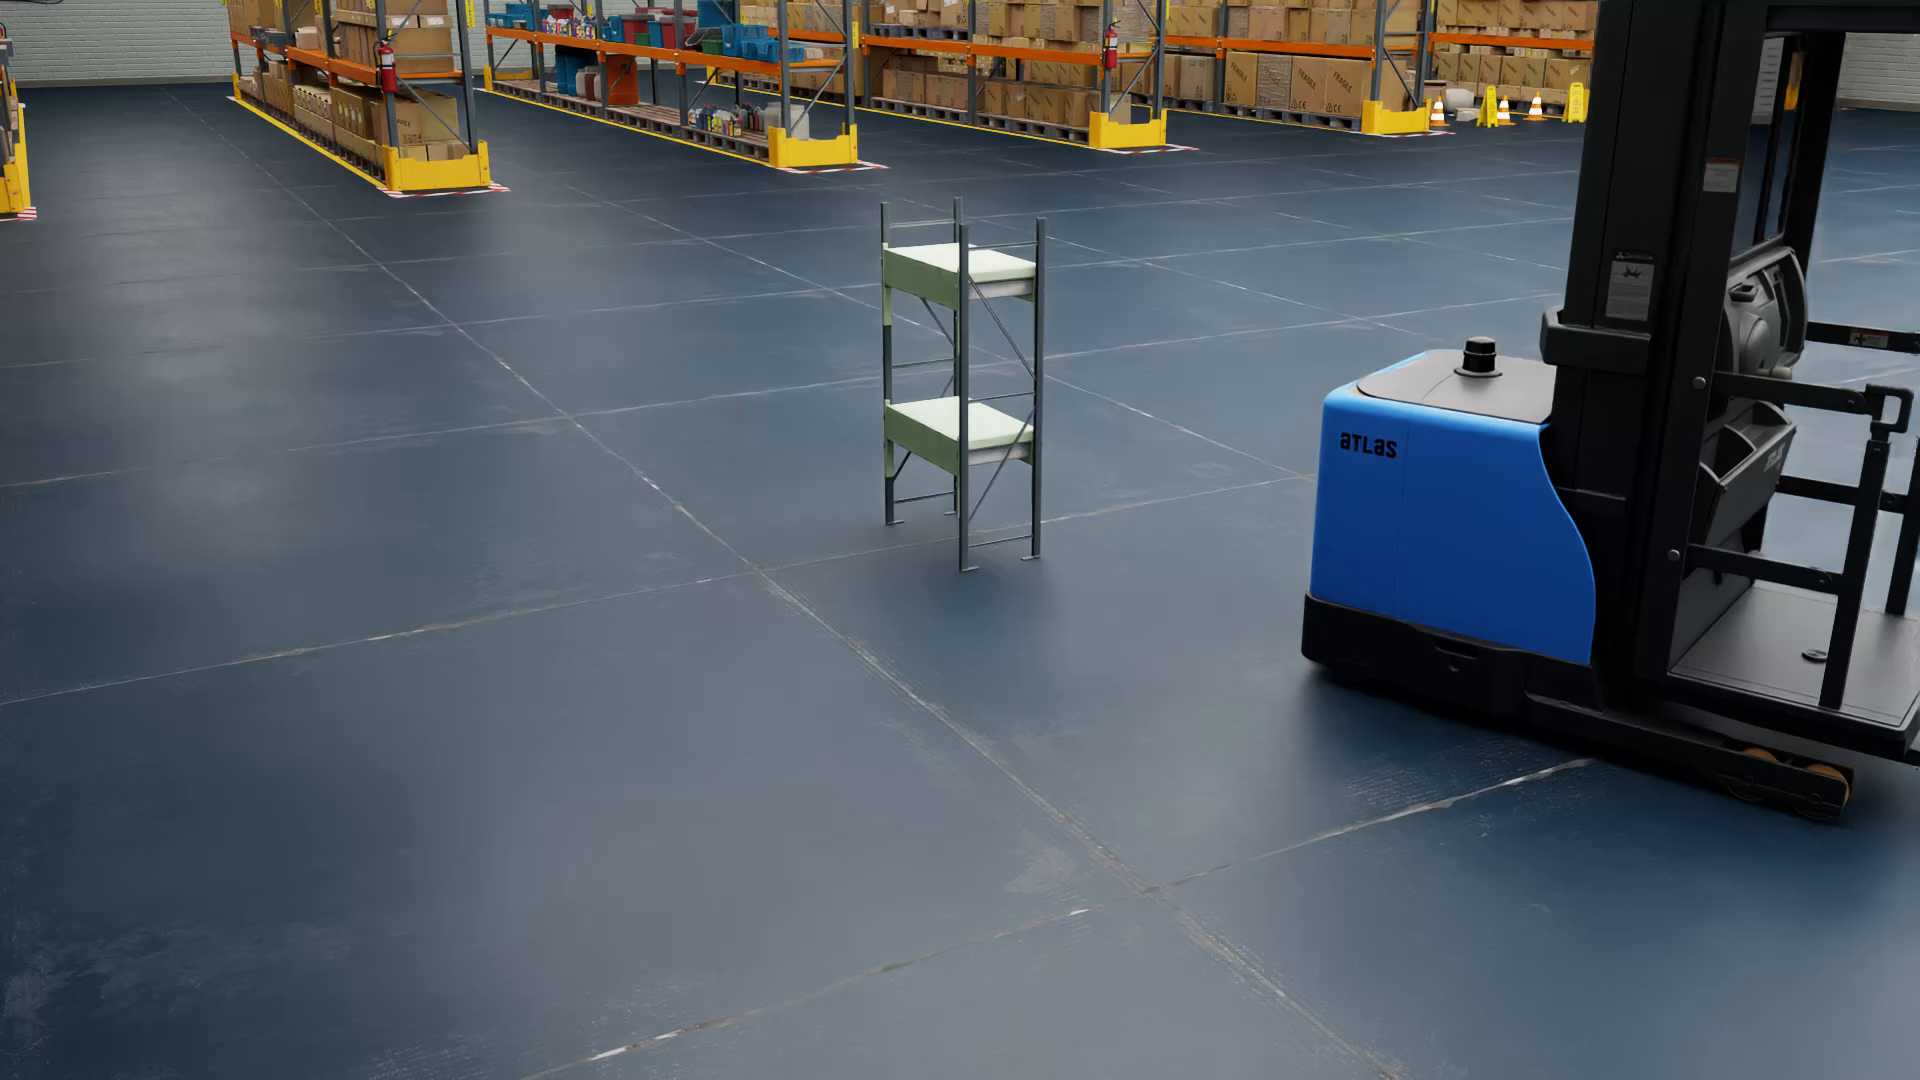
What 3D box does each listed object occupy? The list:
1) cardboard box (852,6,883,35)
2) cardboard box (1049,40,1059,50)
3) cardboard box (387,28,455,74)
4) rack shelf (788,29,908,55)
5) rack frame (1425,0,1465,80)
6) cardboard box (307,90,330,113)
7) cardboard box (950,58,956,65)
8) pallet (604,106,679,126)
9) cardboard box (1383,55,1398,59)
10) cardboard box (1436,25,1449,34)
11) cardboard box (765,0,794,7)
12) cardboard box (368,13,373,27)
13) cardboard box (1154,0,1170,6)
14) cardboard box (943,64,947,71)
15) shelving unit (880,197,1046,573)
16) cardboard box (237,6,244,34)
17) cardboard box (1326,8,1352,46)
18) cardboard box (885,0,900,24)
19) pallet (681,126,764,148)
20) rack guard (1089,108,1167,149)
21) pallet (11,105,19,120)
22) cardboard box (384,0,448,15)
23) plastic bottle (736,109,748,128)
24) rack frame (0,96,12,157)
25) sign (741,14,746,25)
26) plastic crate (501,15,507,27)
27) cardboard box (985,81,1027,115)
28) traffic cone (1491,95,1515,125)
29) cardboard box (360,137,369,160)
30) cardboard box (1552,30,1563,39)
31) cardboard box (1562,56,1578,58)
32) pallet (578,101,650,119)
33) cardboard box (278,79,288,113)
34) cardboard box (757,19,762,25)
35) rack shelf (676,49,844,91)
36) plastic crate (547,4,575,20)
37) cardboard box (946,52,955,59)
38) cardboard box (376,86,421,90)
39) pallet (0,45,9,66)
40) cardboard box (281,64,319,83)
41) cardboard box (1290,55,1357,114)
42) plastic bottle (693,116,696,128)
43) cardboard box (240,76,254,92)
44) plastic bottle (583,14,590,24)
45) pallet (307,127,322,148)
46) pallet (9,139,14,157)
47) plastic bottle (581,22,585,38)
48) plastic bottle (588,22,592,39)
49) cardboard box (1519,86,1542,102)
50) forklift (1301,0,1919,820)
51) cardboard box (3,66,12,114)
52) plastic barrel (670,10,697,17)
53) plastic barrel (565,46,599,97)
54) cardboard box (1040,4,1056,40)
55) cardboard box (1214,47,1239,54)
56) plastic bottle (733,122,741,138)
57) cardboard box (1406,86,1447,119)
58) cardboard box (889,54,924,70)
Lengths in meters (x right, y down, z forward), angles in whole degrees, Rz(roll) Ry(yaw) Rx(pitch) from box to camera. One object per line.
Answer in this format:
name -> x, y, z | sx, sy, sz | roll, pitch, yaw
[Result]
cardboard box -> -1.761, -9.622, 30.765 | 0.500, 0.500, 0.500 | -9, 21, -25
cardboard box -> 1.566, -7.462, 25.044 | 0.380, 0.149, 0.250 | -10, 21, -27
cardboard box -> -6.440, -5.825, 19.760 | 0.700, 0.500, 0.500 | -10, 21, -27
rack shelf -> -2.258, -9.706, 32.263 | 1.077, 0.370, 4.000 | -10, 21, -27
rack frame -> 9.313, -9.858, 31.602 | 1.000, 3.000, 0.127 | -10, 21, -27
cardboard box -> -9.296, -6.462, 24.473 | 0.500, 0.311, 0.500 | -10, 22, -27
cardboard box -> 0.004, -10.941, 38.012 | 0.380, 0.149, 0.250 | -9, 21, -24
pallet -> -5.334, -7.158, 28.051 | 1.003, 0.211, 1.213 | -10, 21, -27
cardboard box -> 10.407, -11.473, 39.469 | 0.500, 0.500, 0.500 | -11, 22, -28
cardboard box -> 9.180, -9.599, 31.237 | 0.380, 0.149, 0.250 | -10, 21, -27
cardboard box -> -3.661, -11.135, 33.925 | 0.500, 0.500, 0.500 | -9, 21, -25
cardboard box -> -6.943, -6.297, 20.133 | 0.380, 0.149, 0.250 | -10, 21, -26
cardboard box -> 4.039, -10.162, 30.796 | 0.700, 0.500, 0.500 | -10, 22, -27
cardboard box -> -0.177, -10.877, 38.281 | 0.380, 0.149, 0.250 | -10, 21, -27
shelving unit -> 0.003, -0.707, 7.381 | 0.431, 1.500, 0.755 | -10, 21, -27
cardboard box -> -13.127, -9.678, 30.927 | 0.500, 0.500, 0.500 | -10, 21, -26
cardboard box -> 6.407, -8.239, 26.680 | 0.875, 0.550, 0.550 | -10, 21, -27
cardboard box -> -1.017, -9.569, 29.966 | 0.500, 0.500, 0.500 | -13, 23, -33
pallet -> -3.486, -6.039, 24.808 | 1.003, 0.211, 1.213 | -10, 21, -27
rack guard -> 2.454, -6.015, 24.297 | 1.175, 0.500, 0.348 | -10, 21, -27
pallet -> -16.578, -7.230, 28.262 | 1.003, 0.211, 1.213 | -10, 21, -27
cardboard box -> -6.465, -6.453, 19.593 | 0.700, 0.500, 0.500 | -10, 21, -26
plastic bottle -> -3.236, -6.251, 24.650 | 0.152, 0.276, 0.135 | -10, 21, -27
rack frame -> -12.487, -6.022, 20.484 | 1.000, 3.000, 0.127 | -10, 21, -27
sign -> -3.278, -7.769, 25.123 | 0.100, 0.325, 0.005 | -10, 21, -27
plastic crate -> -9.013, -10.450, 33.483 | 0.416, 0.233, 0.300 | -10, 21, -27
cardboard box -> 0.746, -7.219, 27.142 | 0.500, 0.500, 0.500 | -11, 22, -28
traffic cone -> 9.057, -7.165, 27.686 | 0.336, 0.463, 0.334 | -10, 21, -27
cardboard box -> -7.231, -4.934, 20.902 | 0.500, 0.250, 0.500 | -10, 21, -27
cardboard box -> 10.525, -8.798, 28.915 | 0.380, 0.149, 0.250 | -10, 22, -28
cardboard box -> 10.808, -8.394, 29.780 | 0.500, 0.500, 0.500 | -11, 22, -29
pallet -> -6.078, -7.606, 29.350 | 1.003, 0.211, 1.213 | -10, 21, -27
cardboard box -> -10.924, -7.345, 27.477 | 0.500, 0.500, 0.500 | -11, 22, -29
cardboard box -> -4.007, -10.759, 34.599 | 0.380, 0.149, 0.250 | -10, 21, -26
rack shelf -> -2.818, -6.642, 23.384 | 1.077, 0.370, 4.000 | -10, 21, -27
plastic crate -> -7.770, -10.206, 32.421 | 0.402, 0.464, 0.583 | -10, 21, -27
cardboard box -> -0.102, -11.062, 37.905 | 0.380, 0.149, 0.250 | -10, 21, -26
cardboard box -> -7.489, -5.799, 22.259 | 0.500, 0.500, 0.500 | -10, 21, -27
pallet -> -12.722, -6.173, 21.216 | 1.003, 0.211, 1.213 | -10, 21, -27
cardboard box -> -10.709, -7.567, 26.969 | 0.500, 0.250, 0.500 | -9, 21, -25
cardboard box -> 6.104, -7.545, 27.512 | 0.875, 0.875, 0.875 | -10, 22, -28
plastic bottle -> -3.906, -6.224, 24.684 | 0.097, 0.201, 0.097 | 0, 19, 0
cardboard box -> -13.581, -8.799, 32.074 | 0.500, 0.250, 0.500 | -10, 21, -27
plastic bottle -> -6.881, -9.541, 30.758 | 0.144, 0.351, 0.185 | -10, 21, -27
pallet -> -9.096, -6.028, 24.777 | 1.003, 0.211, 1.213 | -10, 21, -27
pallet -> -13.441, -5.277, 22.602 | 1.003, 0.211, 1.213 | -10, 21, -27
plastic bottle -> -6.568, -8.908, 29.044 | 0.097, 0.271, 0.097 | 0, 19, 0
plastic bottle -> -6.344, -8.766, 28.614 | 0.061, 0.283, 0.133 | -10, 21, -27
cardboard box -> 10.352, -7.949, 29.641 | 0.500, 0.250, 0.500 | -10, 21, -26
forklift -> 2.742, -0.718, 5.217 | 3.031, 2.935, 1.130 | 14, 24, 36
cardboard box -> -15.438, -7.079, 26.201 | 0.750, 0.750, 0.750 | -9, 21, -25
plastic barrel -> -4.377, -8.140, 26.413 | 0.433, 0.535, 0.433 | 0, 19, 0
plastic barrel -> -6.987, -8.697, 30.811 | 0.600, 0.901, 0.708 | -10, 21, -27
cardboard box -> 1.711, -7.800, 25.029 | 0.875, 0.500, 0.500 | -10, 21, -27
cardboard box -> 6.314, -10.925, 37.308 | 0.875, 0.875, 0.875 | -9, 21, -25
plastic bottle -> -3.126, -5.752, 23.319 | 0.097, 0.201, 0.097 | 0, 19, 0
cardboard box -> 8.150, -7.642, 29.007 | 0.637, 0.503, 0.797 | 7, 20, 20
cardboard box -> -0.964, -8.665, 30.151 | 0.500, 0.250, 0.500 | -9, 21, -24
